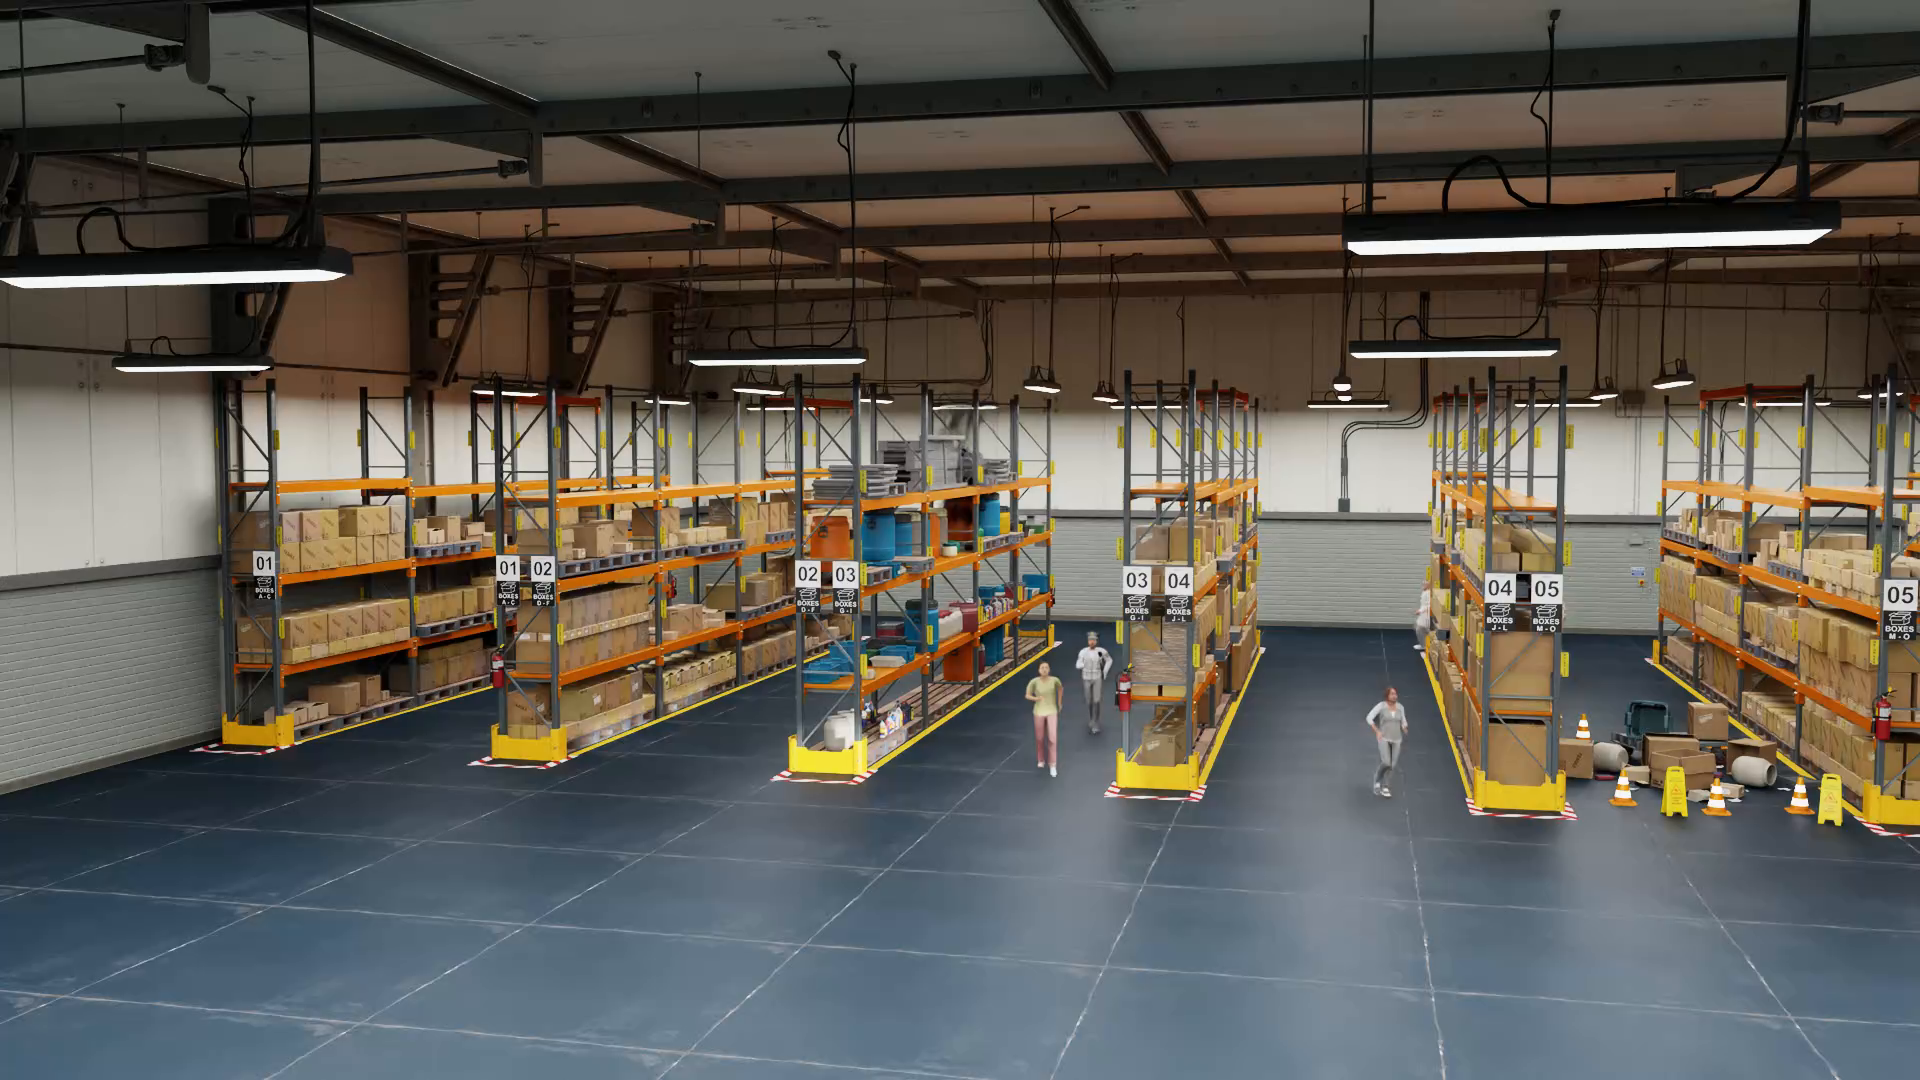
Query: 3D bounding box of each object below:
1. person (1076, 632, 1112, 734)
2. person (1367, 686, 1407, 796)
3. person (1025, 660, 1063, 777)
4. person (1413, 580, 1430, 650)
[{"bbox_3d":[2.289,2.440,28.586,0.594,1.745,0.712,1,4,13],"label":"person"},{"bbox_3d":[6.012,2.825,23.245,0.536,1.555,0.563,0,3,-7],"label":"person"},{"bbox_3d":[1.269,2.666,25.016,0.581,1.737,0.691,0,3,0],"label":"person"},{"bbox_3d":[11.091,1.781,39.513,0.637,1.691,0.823,0,3,4],"label":"person"}]
